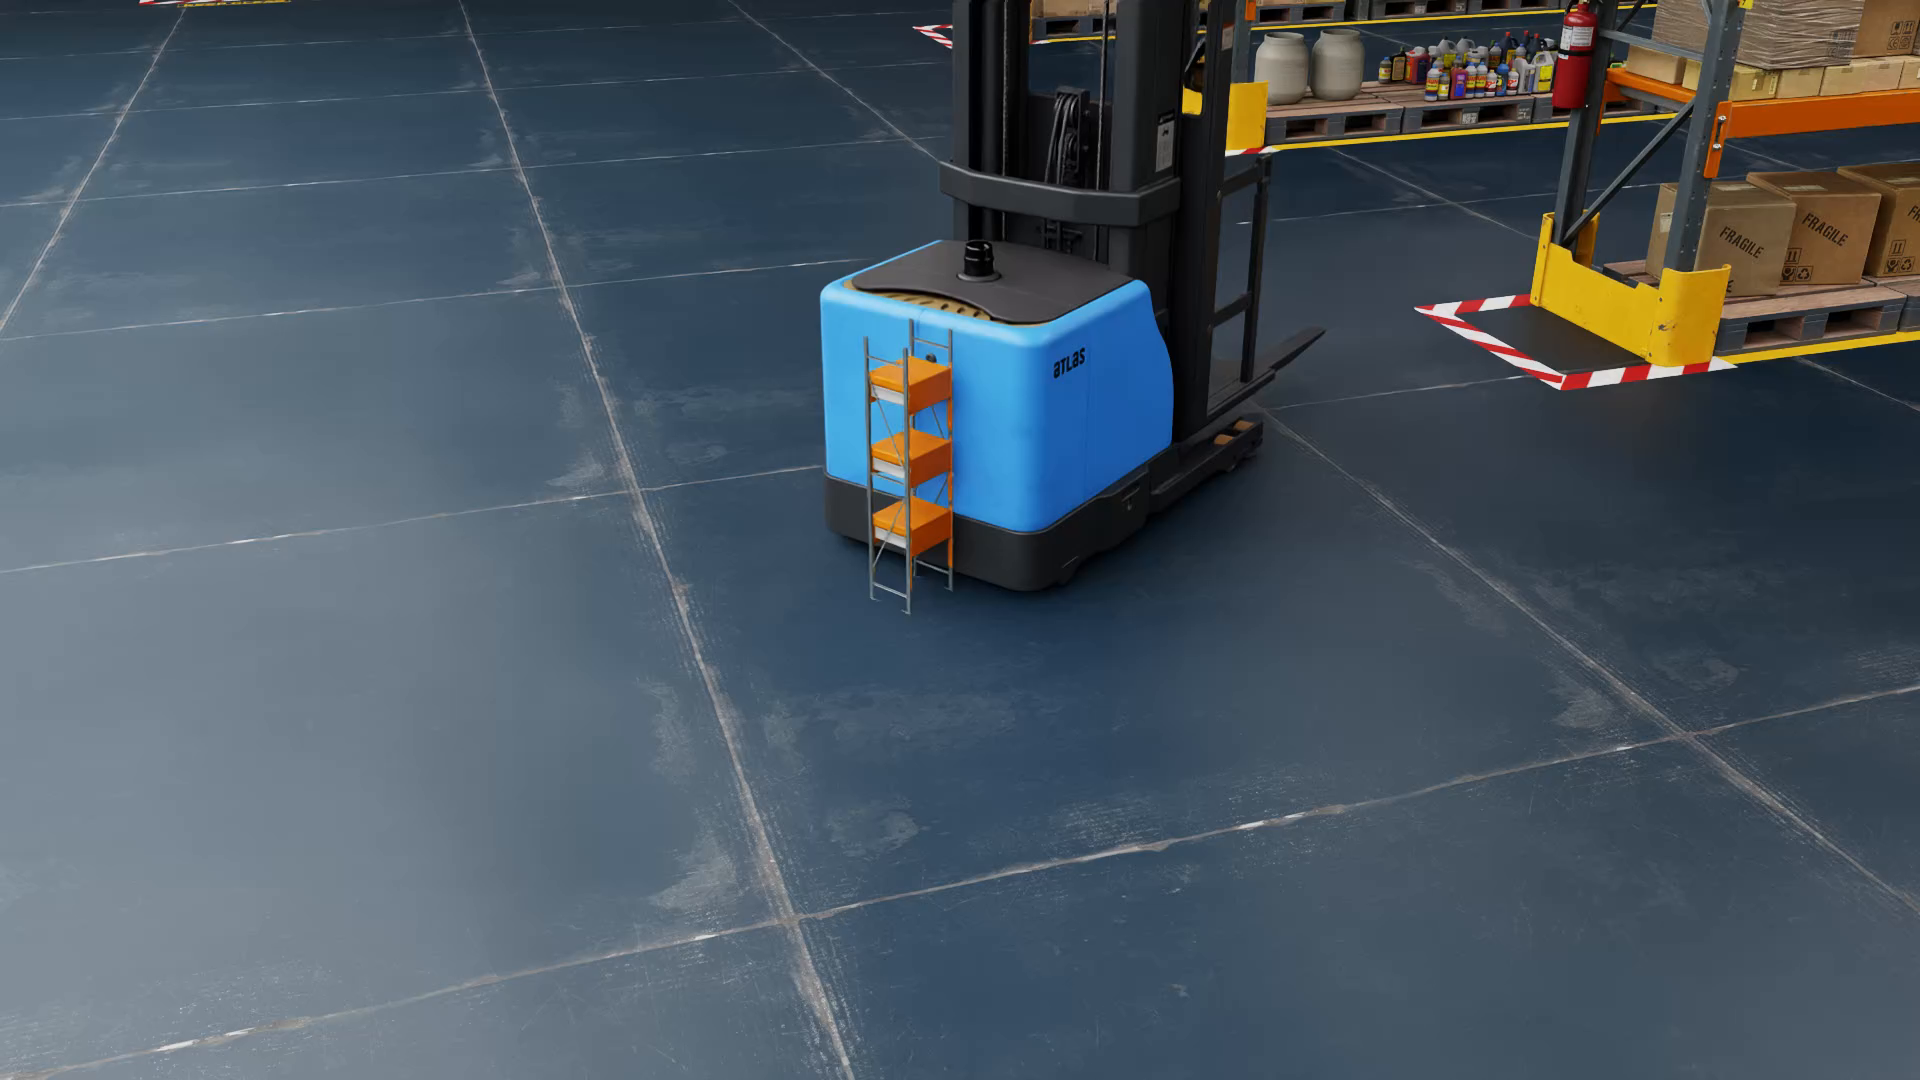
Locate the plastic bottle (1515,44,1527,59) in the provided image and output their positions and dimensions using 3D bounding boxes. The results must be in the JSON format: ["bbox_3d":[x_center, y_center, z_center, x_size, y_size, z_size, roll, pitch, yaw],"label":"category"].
[{"bbox_3d":[4.778,-4.096,14.201,0.097,0.271,0.097,0,26,0],"label":"plastic bottle"}]

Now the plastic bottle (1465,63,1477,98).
[{"bbox_3d":[4.117,-3.717,13.437,0.097,0.271,0.097,0,26,0],"label":"plastic bottle"}]

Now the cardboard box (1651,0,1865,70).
[{"bbox_3d":[4.036,-2.725,8.418,0.500,0.500,0.875,-8,28,-16],"label":"cardboard box"}]

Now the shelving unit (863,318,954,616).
[{"bbox_3d":[-0.183,-0.260,6.093,0.215,1.050,0.252,20,33,34],"label":"shelving unit"}]

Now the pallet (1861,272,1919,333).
[{"bbox_3d":[5.519,-1.507,9.549,1.213,0.211,1.003,-8,28,-16],"label":"pallet"}]

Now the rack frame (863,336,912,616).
[{"bbox_3d":[-0.260,-0.218,6.008,0.200,1.050,0.008,20,33,34],"label":"rack frame"}]

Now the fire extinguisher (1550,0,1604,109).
[{"bbox_3d":[3.253,-2.627,8.756,0.183,0.674,0.296,-8,28,-16],"label":"fire extinguisher"}]

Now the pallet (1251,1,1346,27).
[{"bbox_3d":[3.475,-5.882,18.360,1.213,0.211,1.003,-8,28,-16],"label":"pallet"}]

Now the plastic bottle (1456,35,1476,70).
[{"bbox_3d":[4.295,-4.118,14.156,0.185,0.351,0.144,-8,28,-17],"label":"plastic bottle"}]

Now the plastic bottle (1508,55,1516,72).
[{"bbox_3d":[4.573,-3.851,13.693,0.133,0.283,0.061,-8,28,-16],"label":"plastic bottle"}]

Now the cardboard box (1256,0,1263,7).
[{"bbox_3d":[2.922,-5.883,17.847,0.500,0.250,0.500,-8,28,-16],"label":"cardboard box"}]

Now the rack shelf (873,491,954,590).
[{"bbox_3d":[-0.183,-0.002,6.221,0.215,0.259,0.240,20,33,34],"label":"rack shelf"}]

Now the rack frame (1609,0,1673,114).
[{"bbox_3d":[5.775,-5.128,13.705,0.127,3.000,1.000,-8,28,-16],"label":"rack frame"}]

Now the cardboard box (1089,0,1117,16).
[{"bbox_3d":[1.494,-5.678,17.435,0.500,0.250,0.500,-8,28,-16],"label":"cardboard box"}]

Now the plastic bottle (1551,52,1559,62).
[{"bbox_3d":[4.999,-3.927,13.855,0.135,0.276,0.152,-8,28,-16],"label":"plastic bottle"}]

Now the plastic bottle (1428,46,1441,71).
[{"bbox_3d":[3.962,-4.034,14.072,0.135,0.276,0.152,-9,28,-18],"label":"plastic bottle"}]

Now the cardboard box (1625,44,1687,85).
[{"bbox_3d":[3.712,-2.497,8.688,0.250,0.149,0.380,-8,28,-16],"label":"cardboard box"}]

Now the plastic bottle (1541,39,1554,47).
[{"bbox_3d":[5.037,-4.190,14.385,0.135,0.276,0.152,-7,27,-14],"label":"plastic bottle"}]

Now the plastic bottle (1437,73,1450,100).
[{"bbox_3d":[3.890,-3.653,13.386,0.097,0.201,0.097,0,26,0],"label":"plastic bottle"}]

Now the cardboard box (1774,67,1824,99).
[{"bbox_3d":[4.093,-2.335,8.362,0.250,0.149,0.380,-8,28,-16],"label":"cardboard box"}]

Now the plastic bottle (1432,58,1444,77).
[{"bbox_3d":[4.018,-3.951,13.987,0.097,0.201,0.097,0,26,0],"label":"plastic bottle"}]

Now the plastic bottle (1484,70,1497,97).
[{"bbox_3d":[4.307,-3.713,13.508,0.097,0.201,0.097,0,26,0],"label":"plastic bottle"}]

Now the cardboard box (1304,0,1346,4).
[{"bbox_3d":[3.871,-6.023,18.128,0.500,0.250,0.500,-8,28,-16],"label":"cardboard box"}]

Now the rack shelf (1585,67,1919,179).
[{"bbox_3d":[5.407,-2.436,9.092,4.000,0.370,1.077,-8,28,-16],"label":"rack shelf"}]

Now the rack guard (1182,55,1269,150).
[{"bbox_3d":[2.029,-3.488,13.213,0.348,0.500,1.175,-8,28,-16],"label":"rack guard"}]

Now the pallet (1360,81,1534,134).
[{"bbox_3d":[3.961,-3.634,13.833,1.213,0.211,1.003,-8,28,-16],"label":"pallet"}]

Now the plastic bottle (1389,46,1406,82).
[{"bbox_3d":[3.687,-4.019,14.033,0.133,0.283,0.061,-8,27,-15],"label":"plastic bottle"}]

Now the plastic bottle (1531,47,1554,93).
[{"bbox_3d":[4.762,-3.857,13.630,0.185,0.351,0.144,-8,28,-16],"label":"plastic bottle"}]

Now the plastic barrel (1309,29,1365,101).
[{"bbox_3d":[3.050,-3.843,13.442,0.421,0.512,0.421,0,26,0],"label":"plastic barrel"}]

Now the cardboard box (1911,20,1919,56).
[{"bbox_3d":[4.963,-2.895,8.761,0.500,0.500,0.875,-8,28,-16],"label":"cardboard box"}]

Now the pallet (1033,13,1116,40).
[{"bbox_3d":[1.155,-5.546,17.683,1.213,0.211,1.003,-8,28,-16],"label":"pallet"}]

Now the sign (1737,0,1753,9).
[{"bbox_3d":[3.673,-2.641,7.723,0.005,0.325,0.100,-8,28,-16],"label":"sign"}]

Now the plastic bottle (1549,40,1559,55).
[{"bbox_3d":[5.070,-4.148,14.293,0.133,0.283,0.061,-8,28,-16],"label":"plastic bottle"}]

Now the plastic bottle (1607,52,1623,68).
[{"bbox_3d":[5.419,-3.902,13.797,0.133,0.283,0.061,-7,27,-14],"label":"plastic bottle"}]

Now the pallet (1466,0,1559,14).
[{"bbox_3d":[6.095,-6.261,19.124,1.213,0.211,1.003,-8,28,-16],"label":"pallet"}]

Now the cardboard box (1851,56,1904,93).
[{"bbox_3d":[4.567,-2.406,8.506,0.250,0.149,0.380,-8,28,-16],"label":"cardboard box"}]

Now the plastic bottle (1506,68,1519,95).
[{"bbox_3d":[4.502,-3.741,13.565,0.097,0.201,0.097,0,26,0],"label":"plastic bottle"}]

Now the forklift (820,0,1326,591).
[{"bbox_3d":[0.711,-1.723,6.924,1.130,2.935,3.031,17,31,31],"label":"forklift"}]

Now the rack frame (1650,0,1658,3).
[{"bbox_3d":[8.048,-7.773,19.034,0.127,3.000,1.000,-8,28,-16],"label":"rack frame"}]

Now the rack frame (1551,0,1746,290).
[{"bbox_3d":[3.505,-2.483,8.378,0.127,3.000,1.000,-8,28,-16],"label":"rack frame"}]

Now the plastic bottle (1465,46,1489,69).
[{"bbox_3d":[4.365,-4.025,14.053,0.135,0.276,0.152,-8,28,-16],"label":"plastic bottle"}]

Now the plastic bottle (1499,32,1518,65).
[{"bbox_3d":[4.699,-4.177,14.274,0.185,0.351,0.144,-9,28,-18],"label":"plastic bottle"}]

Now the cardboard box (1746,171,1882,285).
[{"bbox_3d":[4.662,-1.727,9.194,0.500,0.500,0.500,-1,26,-3],"label":"cardboard box"}]
